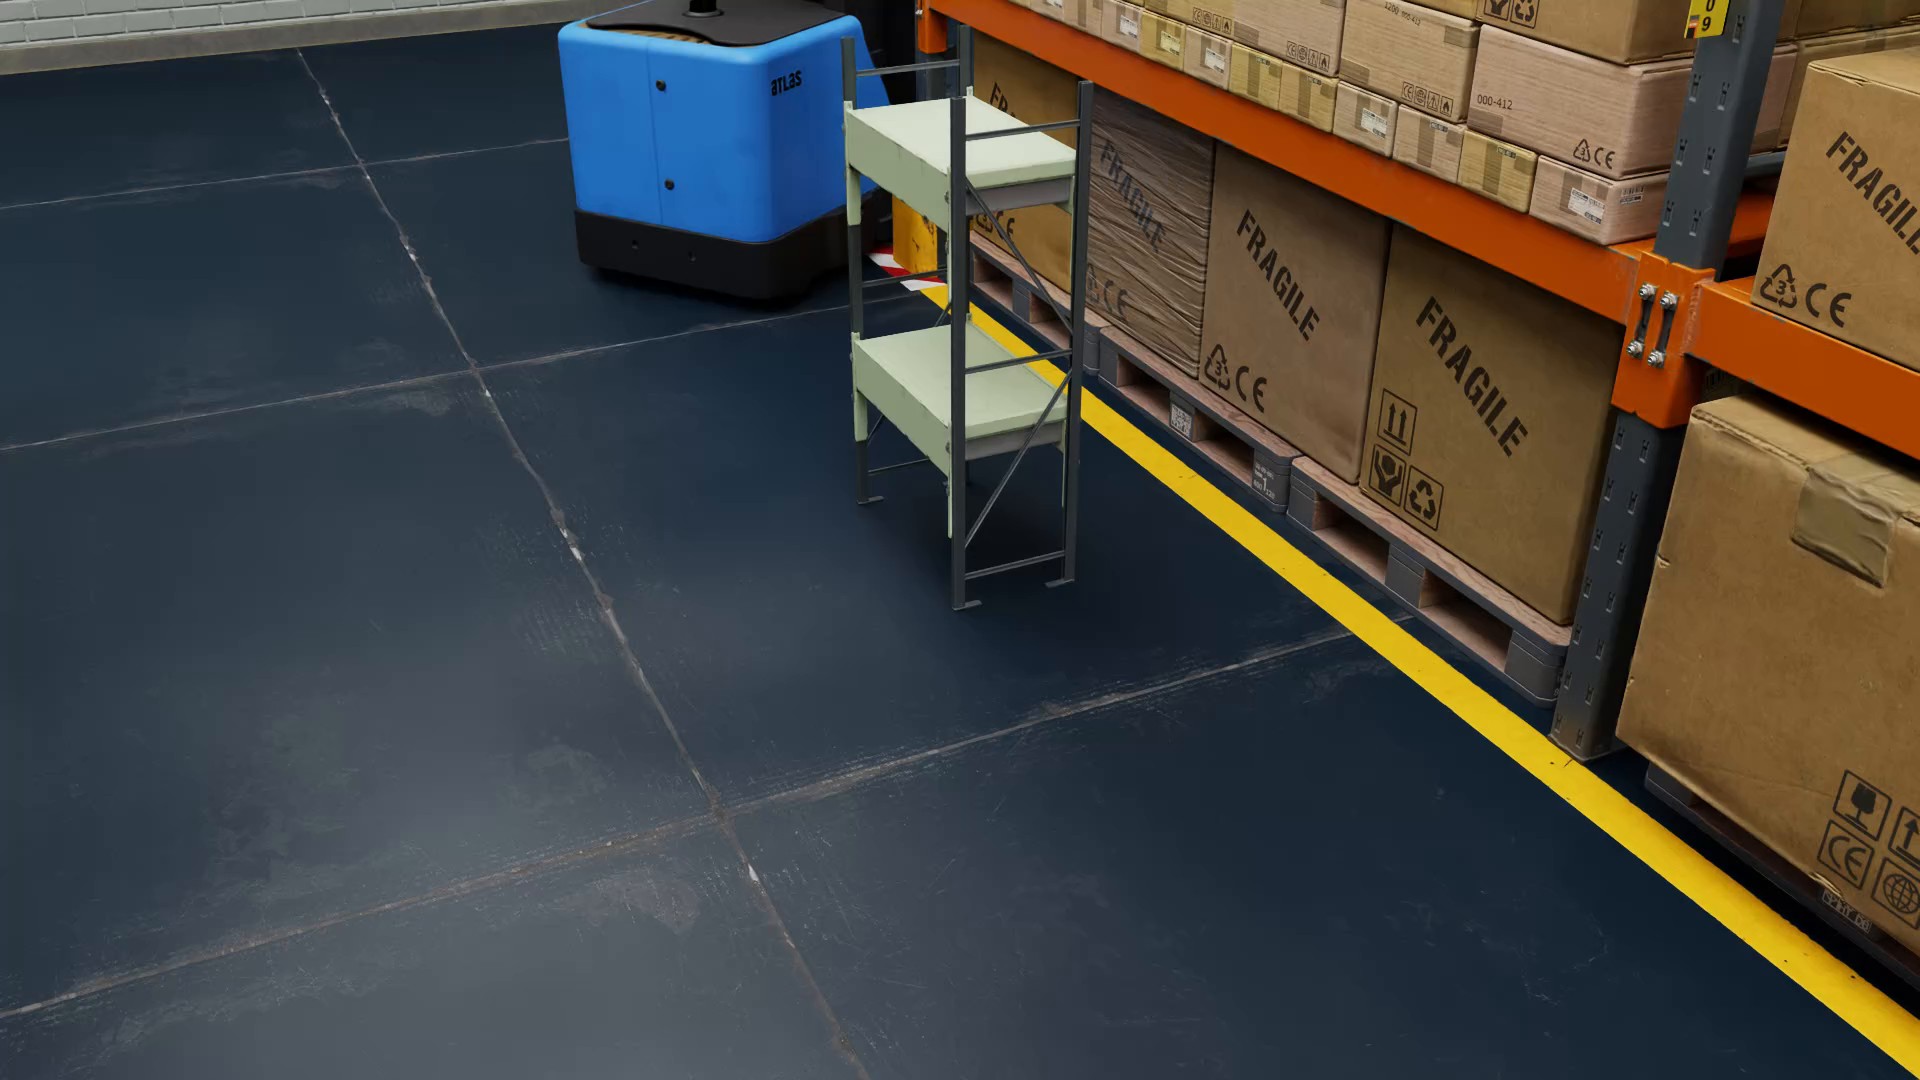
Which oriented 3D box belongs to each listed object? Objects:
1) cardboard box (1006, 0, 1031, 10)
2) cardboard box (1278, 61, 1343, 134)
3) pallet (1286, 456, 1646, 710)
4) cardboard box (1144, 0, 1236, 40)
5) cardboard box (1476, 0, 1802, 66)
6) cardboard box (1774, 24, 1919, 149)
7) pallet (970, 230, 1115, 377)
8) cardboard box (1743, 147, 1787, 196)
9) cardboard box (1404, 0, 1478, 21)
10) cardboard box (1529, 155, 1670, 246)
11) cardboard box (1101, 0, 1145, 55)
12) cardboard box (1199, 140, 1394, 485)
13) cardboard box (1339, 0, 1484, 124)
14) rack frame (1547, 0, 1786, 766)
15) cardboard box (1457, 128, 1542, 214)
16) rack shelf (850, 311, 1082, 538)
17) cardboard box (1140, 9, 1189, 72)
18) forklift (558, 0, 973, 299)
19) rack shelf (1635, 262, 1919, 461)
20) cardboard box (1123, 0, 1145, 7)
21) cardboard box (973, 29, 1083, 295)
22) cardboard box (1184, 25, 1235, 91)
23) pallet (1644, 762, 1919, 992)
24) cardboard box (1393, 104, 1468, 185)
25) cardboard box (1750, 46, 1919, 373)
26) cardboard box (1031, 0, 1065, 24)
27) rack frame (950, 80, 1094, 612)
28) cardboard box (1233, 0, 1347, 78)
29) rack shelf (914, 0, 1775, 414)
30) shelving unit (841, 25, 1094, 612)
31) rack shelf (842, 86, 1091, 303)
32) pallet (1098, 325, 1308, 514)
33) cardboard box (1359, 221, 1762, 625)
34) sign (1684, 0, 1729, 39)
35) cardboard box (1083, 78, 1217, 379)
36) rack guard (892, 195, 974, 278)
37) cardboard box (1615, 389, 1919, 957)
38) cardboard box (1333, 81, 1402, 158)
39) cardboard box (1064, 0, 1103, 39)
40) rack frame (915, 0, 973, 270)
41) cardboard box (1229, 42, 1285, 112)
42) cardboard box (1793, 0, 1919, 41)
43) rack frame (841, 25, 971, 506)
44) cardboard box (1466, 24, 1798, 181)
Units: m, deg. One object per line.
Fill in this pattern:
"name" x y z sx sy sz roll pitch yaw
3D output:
"cardboard box" 0.364 -2.072 6.135 0.380 0.149 0.250 -14 32 -23
"cardboard box" 1.136 -1.277 4.718 0.380 0.149 0.250 -12 32 -21
"pallet" 1.749 -0.003 5.039 1.003 0.211 1.213 -13 32 -22
"cardboard box" 0.920 -1.749 5.151 0.500 0.250 0.500 -14 32 -23
"cardboard box" 1.566 -1.405 3.771 0.500 0.500 0.500 -12 31 -21
"cardboard box" 2.040 -1.193 4.161 0.500 0.250 0.500 -14 32 -23
"pallet" 0.702 -1.080 6.961 1.003 0.211 1.213 -13 32 -22
"cardboard box" 2.178 -0.958 4.148 0.380 0.149 0.250 -13 32 -22
"cardboard box" 1.355 -1.627 4.167 0.500 0.500 0.500 -13 32 -21
"cardboard box" 1.578 -0.823 3.908 0.380 0.149 0.250 -13 32 -22
"cardboard box" 0.696 -1.730 5.526 0.380 0.149 0.250 -13 32 -23
"cardboard box" 1.408 -0.829 5.404 0.875 0.875 0.875 -13 32 -22
"cardboard box" 1.354 -1.299 4.349 0.500 0.250 0.500 -12 31 -20
"rack frame" 2.005 -0.867 3.729 1.000 3.000 0.127 -13 32 -22
"cardboard box" 1.467 -0.937 4.111 0.380 0.149 0.250 -12 32 -21
"rack shelf" 0.003 -0.367 5.037 0.431 0.370 0.720 -13 32 -22
"cardboard box" 0.804 -1.619 5.327 0.380 0.149 0.250 -14 32 -23
"forklift" -0.524 -2.966 7.542 1.130 2.935 3.031 15 33 25
"rack shelf" 2.864 0.331 2.329 1.077 0.370 4.000 -13 32 -22
"cardboard box" 0.692 -1.978 5.560 0.500 0.250 0.500 -14 32 -24
"cardboard box" 0.635 -1.624 6.822 0.875 0.875 0.875 -13 32 -22
"cardboard box" 0.918 -1.503 5.121 0.380 0.149 0.250 -13 32 -21
"pallet" 2.404 0.675 3.831 1.003 0.211 1.213 -13 32 -22
"cardboard box" 1.358 -1.050 4.313 0.380 0.149 0.250 -14 32 -23
"cardboard box" 1.977 -0.655 3.248 0.500 0.500 0.500 -13 32 -22
"cardboard box" 0.477 -1.957 5.930 0.380 0.149 0.250 -14 32 -23
"rack frame" 0.160 -0.490 4.590 0.400 1.500 0.023 -13 32 -22
"cardboard box" 1.135 -1.524 4.751 0.500 0.250 0.500 -12 32 -21
"rack shelf" 1.146 -1.436 5.480 1.077 0.370 4.000 -13 32 -22
"shelving unit" 0.003 -0.651 4.878 0.431 1.500 0.755 -13 32 -22
"rack shelf" 0.003 -0.992 4.687 0.431 0.370 0.720 -13 32 -22
"pallet" 1.222 -0.542 6.001 1.003 0.211 1.213 -13 32 -22
"cardboard box" 1.794 -0.431 4.695 0.875 0.875 0.875 -13 32 -22
"sign" 1.504 -1.162 3.289 0.100 0.325 0.005 -13 32 -22
"cardboard box" 1.026 -1.222 6.106 0.875 0.875 0.875 -13 32 -22
"rack guard" 0.278 -1.554 7.510 1.175 0.500 0.348 -13 32 -22
"cardboard box" 2.298 0.155 3.649 1.225 0.875 0.875 -13 32 -22
"cardboard box" 1.247 -1.164 4.515 0.380 0.149 0.250 -12 32 -21
"cardboard box" 0.585 -1.844 5.729 0.380 0.149 0.250 -14 32 -23
"rack frame" 0.288 -2.634 6.880 1.000 3.000 0.127 -13 32 -22
"cardboard box" 1.026 -1.391 4.920 0.380 0.149 0.250 -14 32 -23
"cardboard box" 2.030 -1.523 3.982 0.500 0.500 0.500 -13 32 -22
"rack frame" -0.154 -0.813 5.166 0.400 1.500 0.023 -13 32 -22
"cardboard box" 1.578 -1.071 3.942 0.500 0.250 0.500 -14 32 -23
